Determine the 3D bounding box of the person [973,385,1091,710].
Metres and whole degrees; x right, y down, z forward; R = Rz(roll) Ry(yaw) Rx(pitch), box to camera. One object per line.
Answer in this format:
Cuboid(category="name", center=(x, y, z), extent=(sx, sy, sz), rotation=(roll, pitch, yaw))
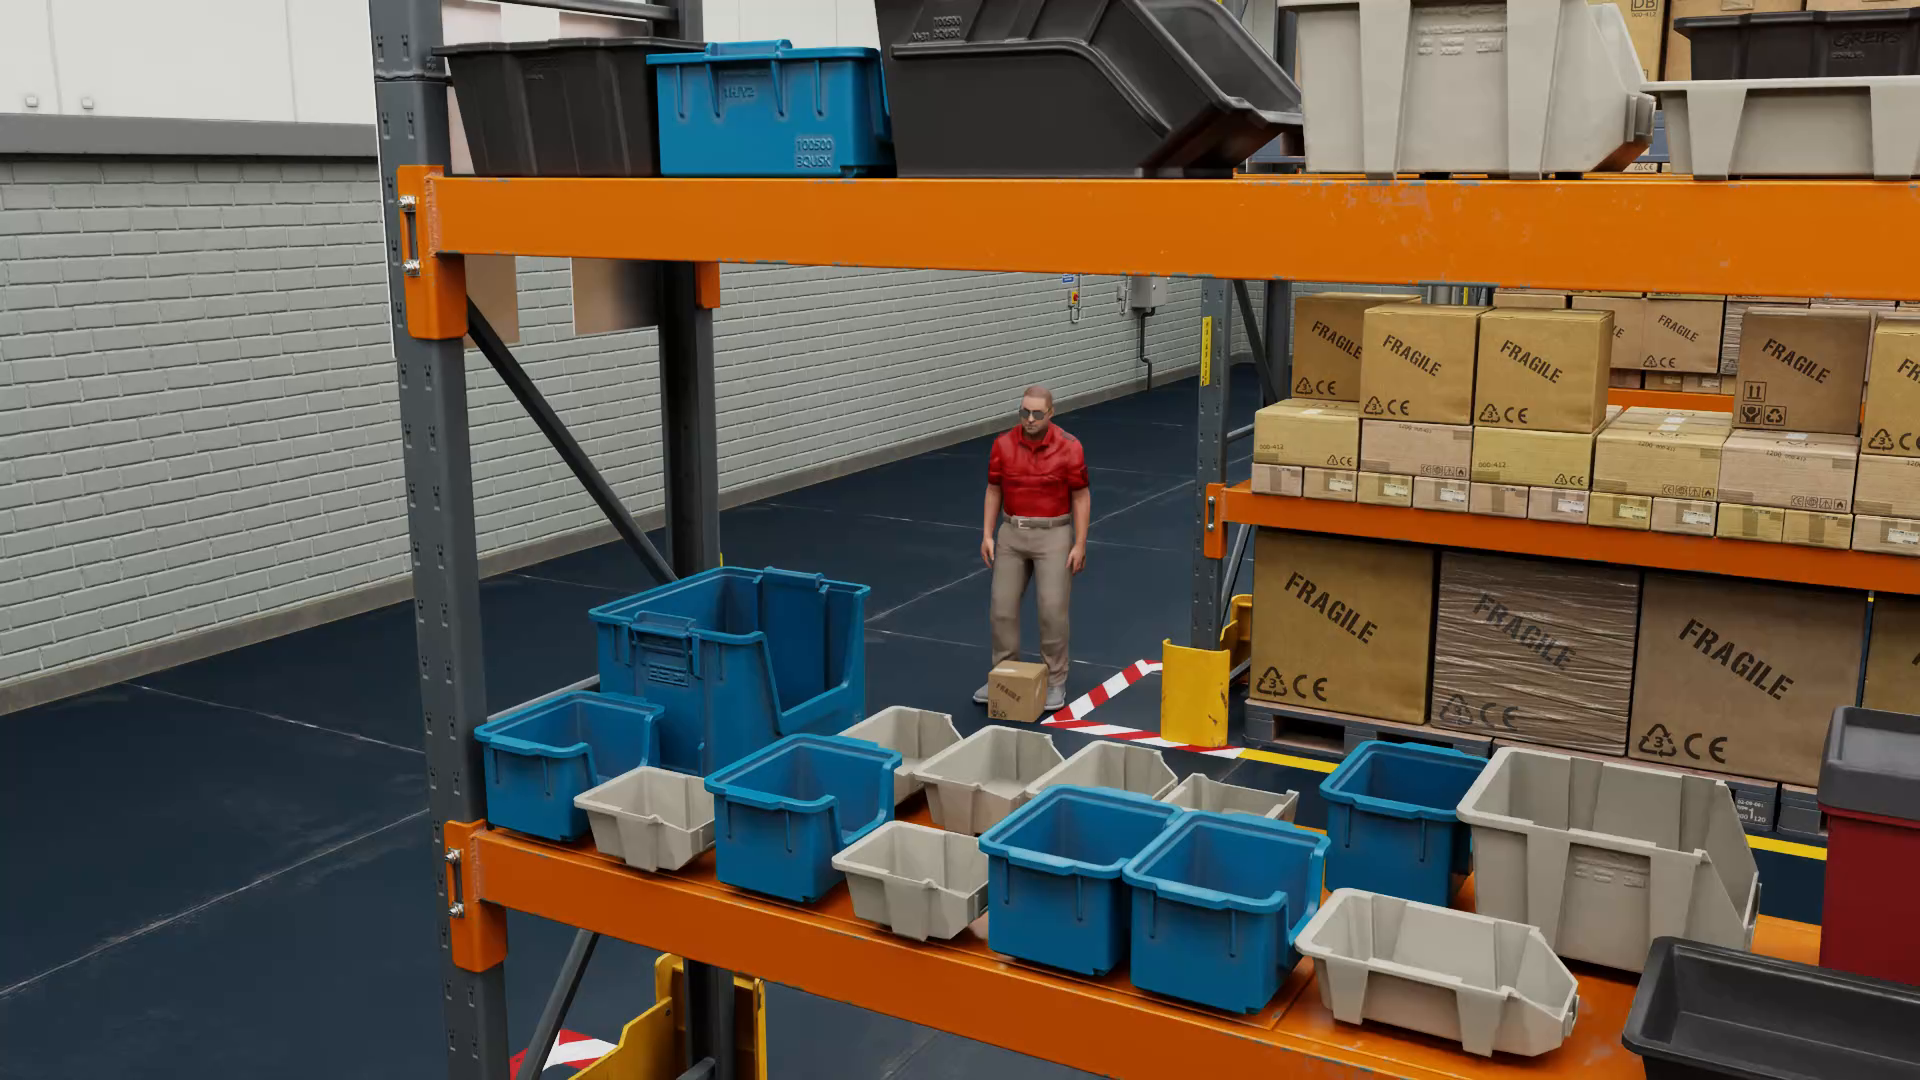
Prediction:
Cuboid(category="person", center=(0.393, 0.028, 8.882), extent=(0.591, 1.725, 0.392), rotation=(4, 13, 19))
